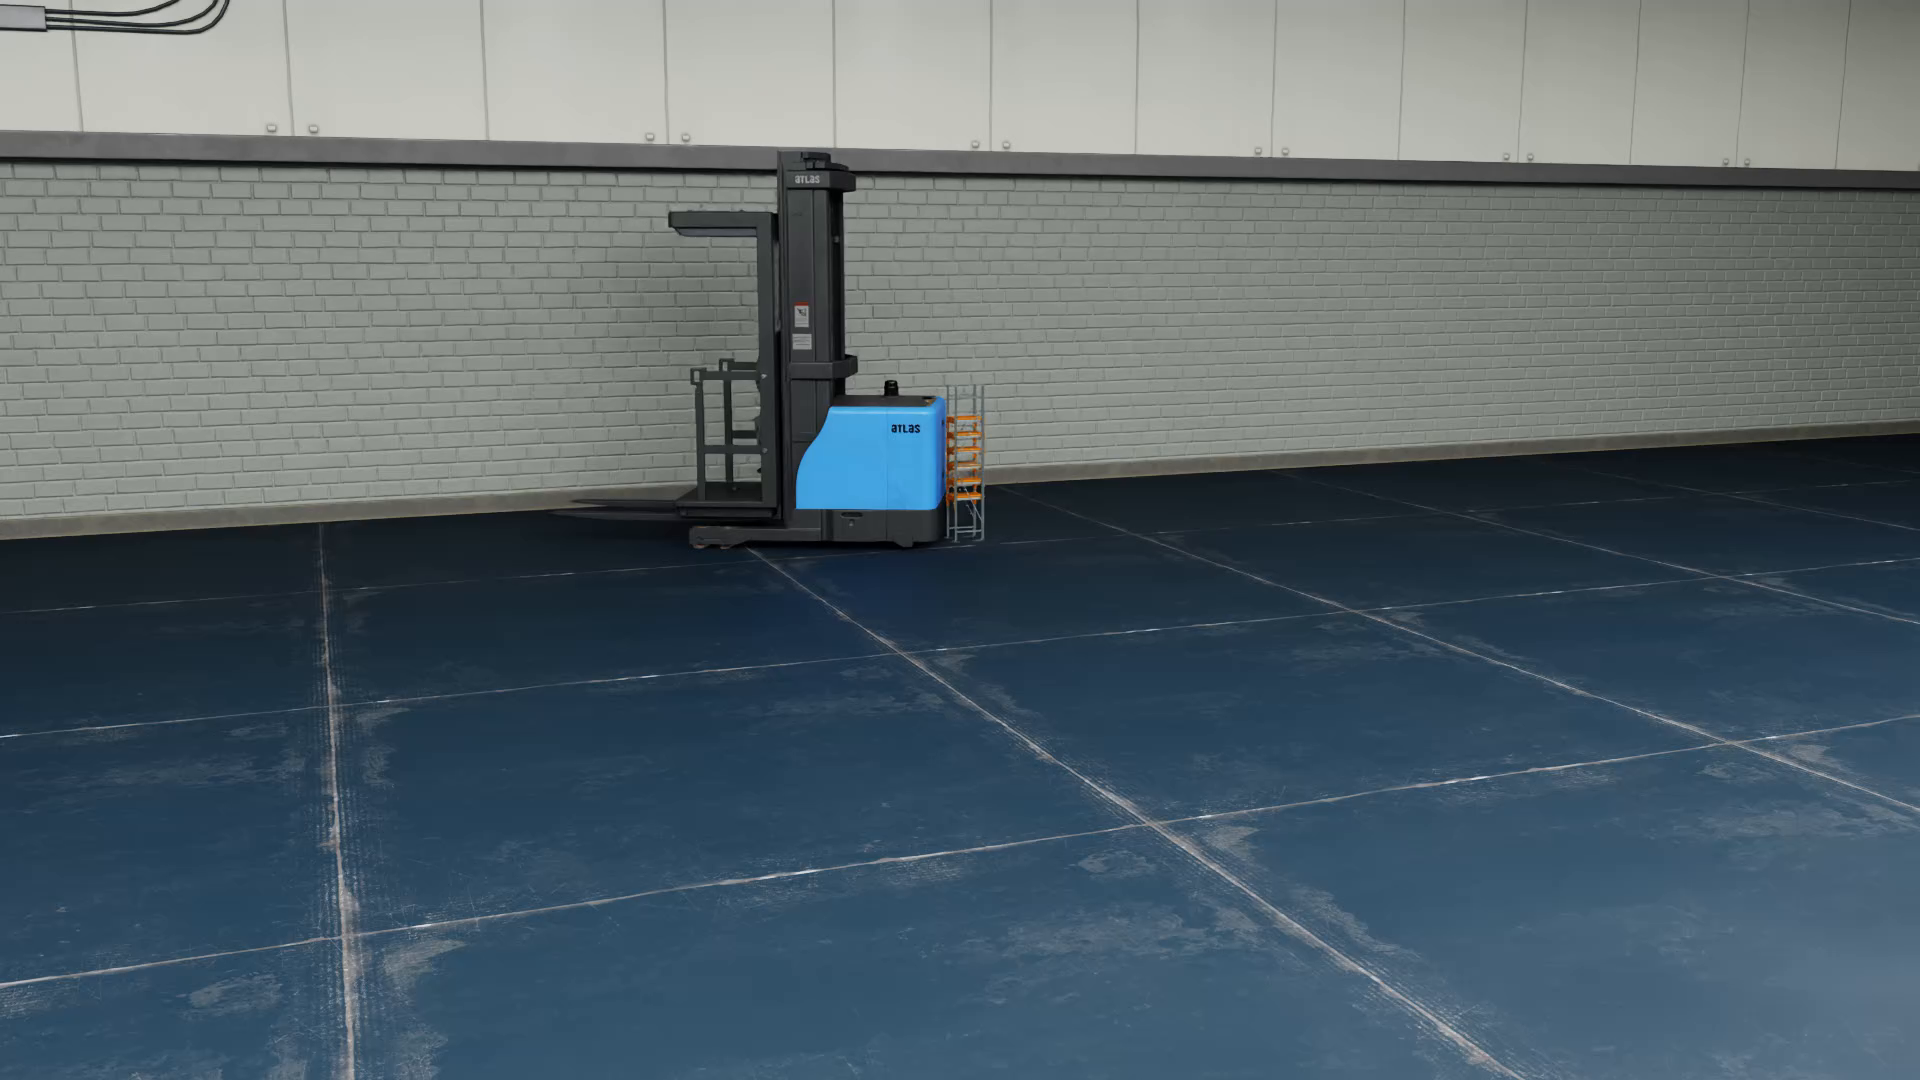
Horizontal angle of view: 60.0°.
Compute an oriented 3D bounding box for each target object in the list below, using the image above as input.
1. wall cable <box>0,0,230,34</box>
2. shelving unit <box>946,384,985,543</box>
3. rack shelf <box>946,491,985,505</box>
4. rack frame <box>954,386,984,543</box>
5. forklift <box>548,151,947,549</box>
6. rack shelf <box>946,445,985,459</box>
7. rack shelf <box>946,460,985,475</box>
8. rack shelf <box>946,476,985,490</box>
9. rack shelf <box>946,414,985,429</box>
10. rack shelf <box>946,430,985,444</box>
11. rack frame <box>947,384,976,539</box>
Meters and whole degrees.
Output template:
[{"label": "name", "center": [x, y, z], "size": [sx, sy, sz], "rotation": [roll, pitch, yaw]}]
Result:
[{"label": "wall cable", "center": [-6.678, -6.151, 12.091], "size": [2.305, 6.003, 0.169], "rotation": [-4, 11, -21]}, {"label": "shelving unit", "center": [0.041, -0.592, 12.821], "size": [0.258, 1.200, 0.189], "rotation": [-4, 11, -19]}, {"label": "rack shelf", "center": [0.041, -0.312, 12.871], "size": [0.258, 0.103, 0.180], "rotation": [-4, 11, -19]}, {"label": "rack frame", "center": [0.072, -0.577, 12.736], "size": [0.240, 1.200, 0.006], "rotation": [-4, 11, -19]}, {"label": "forklift", "center": [-1.641, -1.467, 12.799], "size": [3.031, 2.935, 1.130], "rotation": [1, 10, 4]}, {"label": "rack shelf", "center": [0.041, -0.666, 12.808], "size": [0.258, 0.103, 0.180], "rotation": [-4, 11, -19]}, {"label": "rack shelf", "center": [0.041, -0.548, 12.829], "size": [0.258, 0.103, 0.180], "rotation": [-4, 11, -19]}, {"label": "rack shelf", "center": [0.041, -0.430, 12.850], "size": [0.258, 0.103, 0.180], "rotation": [-4, 11, -19]}, {"label": "rack shelf", "center": [0.041, -0.903, 12.766], "size": [0.258, 0.103, 0.180], "rotation": [-4, 11, -19]}, {"label": "rack shelf", "center": [0.041, -0.784, 12.787], "size": [0.258, 0.103, 0.180], "rotation": [-4, 11, -19]}, {"label": "rack frame", "center": [0.011, -0.607, 12.906], "size": [0.240, 1.200, 0.006], "rotation": [-4, 11, -19]}]
